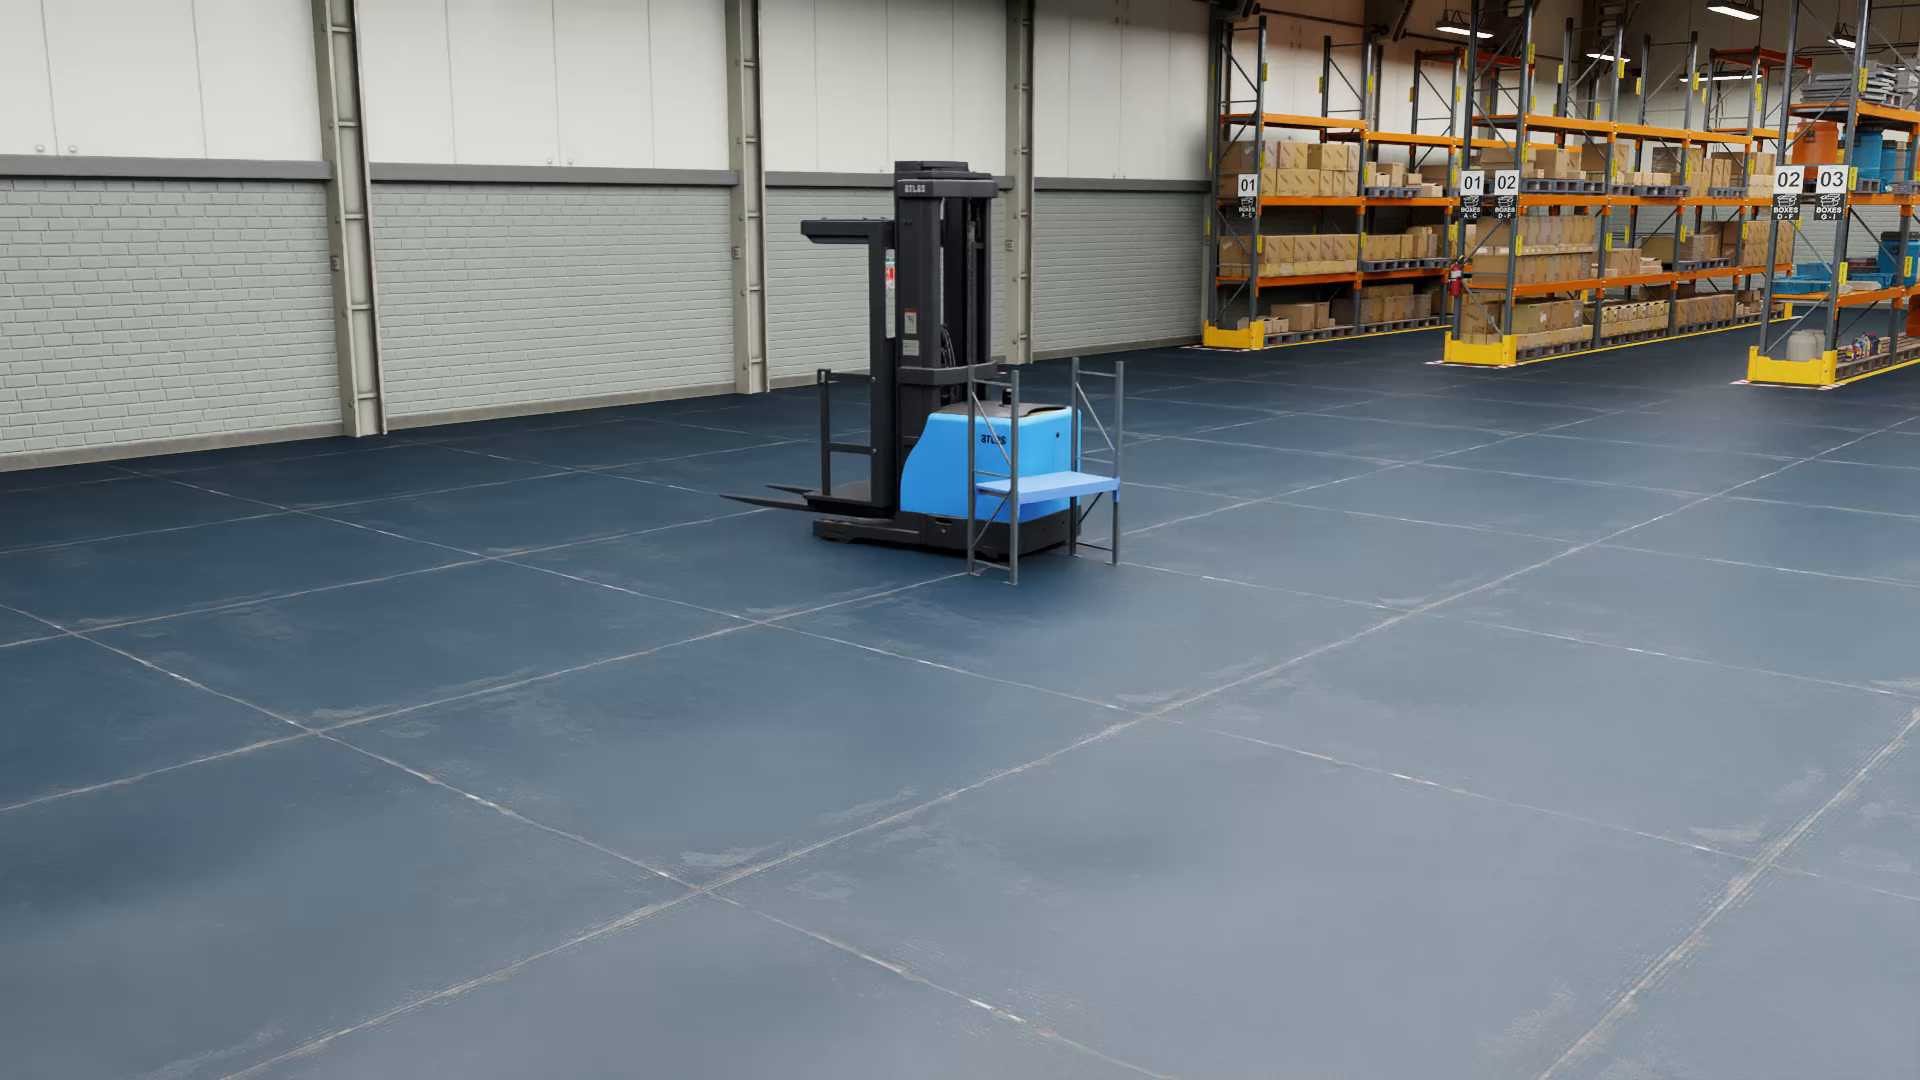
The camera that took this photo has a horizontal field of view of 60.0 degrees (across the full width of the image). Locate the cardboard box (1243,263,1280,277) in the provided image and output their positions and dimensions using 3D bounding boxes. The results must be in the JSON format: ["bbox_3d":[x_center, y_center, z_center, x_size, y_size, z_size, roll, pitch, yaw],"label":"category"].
[{"bbox_3d":[5.700,-5.103,31.434,0.500,0.250,0.500,9,15,39],"label":"cardboard box"}]

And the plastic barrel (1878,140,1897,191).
[{"bbox_3d":[15.394,-6.263,27.973,0.600,0.901,0.708,10,15,40],"label":"plastic barrel"}]

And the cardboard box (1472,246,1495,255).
[{"bbox_3d":[8.972,-4.944,28.395,0.380,0.149,0.250,9,15,39],"label":"cardboard box"}]

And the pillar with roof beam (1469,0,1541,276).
[{"bbox_3d":[16.107,-9.502,37.808,9.100,9.000,0.548,10,15,40],"label":"pillar with roof beam"}]

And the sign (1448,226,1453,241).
[{"bbox_3d":[10.834,-6.773,36.710,0.100,0.325,0.005,10,15,40],"label":"sign"}]

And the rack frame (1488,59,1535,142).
[{"bbox_3d":[13.061,-9.843,39.519,1.000,3.000,0.127,10,15,40],"label":"rack frame"}]

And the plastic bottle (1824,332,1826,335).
[{"bbox_3d":[14.377,-3.295,27.691,0.144,0.351,0.185,10,15,42],"label":"plastic bottle"}]

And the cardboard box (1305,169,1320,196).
[{"bbox_3d":[6.607,-6.916,32.212,0.500,0.500,0.500,11,16,44],"label":"cardboard box"}]

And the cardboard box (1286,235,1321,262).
[{"bbox_3d":[6.692,-5.695,32.486,0.500,0.500,0.500,10,15,42],"label":"cardboard box"}]

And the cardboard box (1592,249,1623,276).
[{"bbox_3d":[12.370,-5.322,31.943,0.500,0.500,0.500,-11,16,-43],"label":"cardboard box"}]

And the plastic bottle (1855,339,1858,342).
[{"bbox_3d":[14.579,-3.129,27.031,0.061,0.283,0.133,10,15,40],"label":"plastic bottle"}]

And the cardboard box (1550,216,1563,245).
[{"bbox_3d":[10.221,-5.482,29.433,0.700,0.500,0.500,10,15,40],"label":"cardboard box"}]

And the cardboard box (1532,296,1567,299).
[{"bbox_3d":[10.962,-4.282,31.026,0.500,0.500,0.500,10,15,40],"label":"cardboard box"}]

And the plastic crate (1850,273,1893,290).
[{"bbox_3d":[14.695,-4.173,26.824,0.499,0.251,0.616,10,15,40],"label":"plastic crate"}]

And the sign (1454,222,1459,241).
[{"bbox_3d":[8.465,-5.252,28.288,0.100,0.325,0.005,10,15,40],"label":"sign"}]

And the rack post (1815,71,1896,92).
[{"bbox_3d":[13.837,-7.049,25.722,0.937,0.300,0.954,9,15,39],"label":"rack post"}]

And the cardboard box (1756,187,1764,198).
[{"bbox_3d":[17.624,-7.772,37.187,0.500,0.250,0.500,10,15,40],"label":"cardboard box"}]

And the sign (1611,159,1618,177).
[{"bbox_3d":[11.921,-6.776,30.300,0.100,0.325,0.005,10,15,40],"label":"sign"}]

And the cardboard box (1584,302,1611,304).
[{"bbox_3d":[12.560,-4.538,32.788,0.500,0.311,0.500,10,15,40],"label":"cardboard box"}]

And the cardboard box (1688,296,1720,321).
[{"bbox_3d":[16.010,-4.997,35.828,0.500,0.500,0.500,10,15,41],"label":"cardboard box"}]

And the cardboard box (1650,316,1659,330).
[{"bbox_3d":[13.642,-4.345,33.257,0.500,0.250,0.500,10,15,40],"label":"cardboard box"}]

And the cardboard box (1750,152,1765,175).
[{"bbox_3d":[17.513,-8.404,37.161,0.700,0.500,0.500,10,15,40],"label":"cardboard box"}]

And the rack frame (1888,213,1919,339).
[{"bbox_3d":[17.862,-5.032,30.747,1.000,3.000,0.127,10,15,40],"label":"rack frame"}]

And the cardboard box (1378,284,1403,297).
[{"bbox_3d":[9.225,-5.406,35.963,0.500,0.250,0.500,10,15,40],"label":"cardboard box"}]

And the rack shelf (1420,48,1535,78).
[{"bbox_3d":[11.741,-10.826,37.791,1.077,0.370,4.000,10,15,40],"label":"rack shelf"}]

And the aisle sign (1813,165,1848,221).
[{"bbox_3d":[12.754,-5.081,24.357,0.394,0.787,0.004,10,15,40],"label":"aisle sign"}]

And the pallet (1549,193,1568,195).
[{"bbox_3d":[14.414,-8.627,41.312,1.003,0.211,1.213,10,15,40],"label":"pallet"}]

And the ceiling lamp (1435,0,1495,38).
[{"bbox_3d":[9.799,-11.146,31.139,0.800,3.185,2.000,10,15,40],"label":"ceiling lamp"}]

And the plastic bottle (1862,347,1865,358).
[{"bbox_3d":[14.506,-3.035,26.770,0.097,0.201,0.097,0,11,0],"label":"plastic bottle"}]

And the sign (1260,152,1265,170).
[{"bbox_3d":[5.547,-6.965,30.537,0.100,0.325,0.005,10,15,40],"label":"sign"}]

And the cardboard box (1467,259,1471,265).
[{"bbox_3d":[11.462,-6.374,38.058,0.380,0.149,0.250,10,15,42],"label":"cardboard box"}]

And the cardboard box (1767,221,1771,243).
[{"bbox_3d":[18.327,-7.062,38.100,0.500,0.500,0.500,10,15,42],"label":"cardboard box"}]

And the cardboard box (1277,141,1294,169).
[{"bbox_3d":[5.945,-7.249,31.327,0.500,0.500,0.500,10,15,40],"label":"cardboard box"}]

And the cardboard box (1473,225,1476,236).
[{"bbox_3d":[11.595,-7.072,37.981,0.500,0.250,0.500,10,15,41],"label":"cardboard box"}]

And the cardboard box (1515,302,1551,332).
[{"bbox_3d":[10.033,-3.921,29.215,0.500,0.500,0.500,10,15,40],"label":"cardboard box"}]

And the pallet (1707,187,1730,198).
[{"bbox_3d":[15.619,-7.401,35.427,1.213,0.211,1.003,10,15,40],"label":"pallet"}]

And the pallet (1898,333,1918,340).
[{"bbox_3d":[18.351,-3.786,31.628,1.003,0.211,1.213,10,15,40],"label":"pallet"}]

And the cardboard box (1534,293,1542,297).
[{"bbox_3d":[13.966,-6.052,41.163,0.700,0.500,0.500,10,15,40],"label":"cardboard box"}]

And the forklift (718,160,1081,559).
[{"bbox_3d":[-0.570,-1.492,13.200,3.031,2.935,1.130,7,13,31],"label":"forklift"}]

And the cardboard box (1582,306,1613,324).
[{"bbox_3d":[11.963,-4.246,31.326,0.500,0.311,0.500,10,15,41],"label":"cardboard box"}]

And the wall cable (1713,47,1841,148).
[{"bbox_3d":[21.735,-11.822,44.459,3.097,2.526,0.112,10,15,40],"label":"wall cable"}]

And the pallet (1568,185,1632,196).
[{"bbox_3d":[12.076,-6.593,31.393,0.805,0.209,1.217,9,14,38],"label":"pallet"}]

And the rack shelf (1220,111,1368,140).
[{"bbox_3d":[6.460,-8.018,32.224,1.077,0.370,4.000,10,15,40],"label":"rack shelf"}]

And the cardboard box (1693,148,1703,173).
[{"bbox_3d":[15.110,-7.897,34.624,0.500,0.500,0.500,10,15,40],"label":"cardboard box"}]

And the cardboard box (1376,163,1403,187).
[{"bbox_3d":[9.015,-7.702,35.129,0.500,0.500,0.500,9,14,38],"label":"cardboard box"}]

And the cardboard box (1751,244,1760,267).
[{"bbox_3d":[17.661,-6.426,37.471,0.500,0.500,0.500,10,15,41],"label":"cardboard box"}]

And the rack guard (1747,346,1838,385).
[{"bbox_3d":[12.596,-2.647,25.186,1.175,0.500,0.348,10,15,40],"label":"rack guard"}]

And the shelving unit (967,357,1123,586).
[{"bbox_3d":[0.616,-0.519,11.980,1.048,1.500,0.538,-9,15,-39],"label":"shelving unit"}]

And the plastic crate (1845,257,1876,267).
[{"bbox_3d":[15.312,-4.586,28.349,0.402,0.464,0.583,10,15,40],"label":"plastic crate"}]

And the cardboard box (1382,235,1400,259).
[{"bbox_3d":[8.927,-6.242,35.426,0.500,0.500,0.700,-10,15,-40],"label":"cardboard box"}]

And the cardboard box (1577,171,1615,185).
[{"bbox_3d":[11.917,-6.777,31.137,0.500,0.250,0.500,-10,15,-42],"label":"cardboard box"}]

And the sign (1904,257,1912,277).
[{"bbox_3d":[15.628,-4.507,27.409,0.100,0.325,0.005,10,15,40],"label":"sign"}]

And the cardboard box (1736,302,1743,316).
[{"bbox_3d":[17.224,-5.193,37.292,0.500,0.311,0.500,10,15,40],"label":"cardboard box"}]

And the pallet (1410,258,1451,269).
[{"bbox_3d":[10.030,-6.100,36.585,1.213,0.211,1.003,10,15,40],"label":"pallet"}]

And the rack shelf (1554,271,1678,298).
[{"bbox_3d":[12.824,-5.026,32.554,1.077,0.370,4.000,10,15,40],"label":"rack shelf"}]

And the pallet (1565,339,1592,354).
[{"bbox_3d":[10.947,-3.606,30.724,1.003,0.211,1.213,10,15,40],"label":"pallet"}]

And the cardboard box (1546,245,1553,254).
[{"bbox_3d":[10.132,-5.083,29.090,0.380,0.149,0.250,10,15,40],"label":"cardboard box"}]

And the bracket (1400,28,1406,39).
[{"bbox_3d":[9.453,-10.956,35.898,0.235,0.232,0.430,10,15,40],"label":"bracket"}]
